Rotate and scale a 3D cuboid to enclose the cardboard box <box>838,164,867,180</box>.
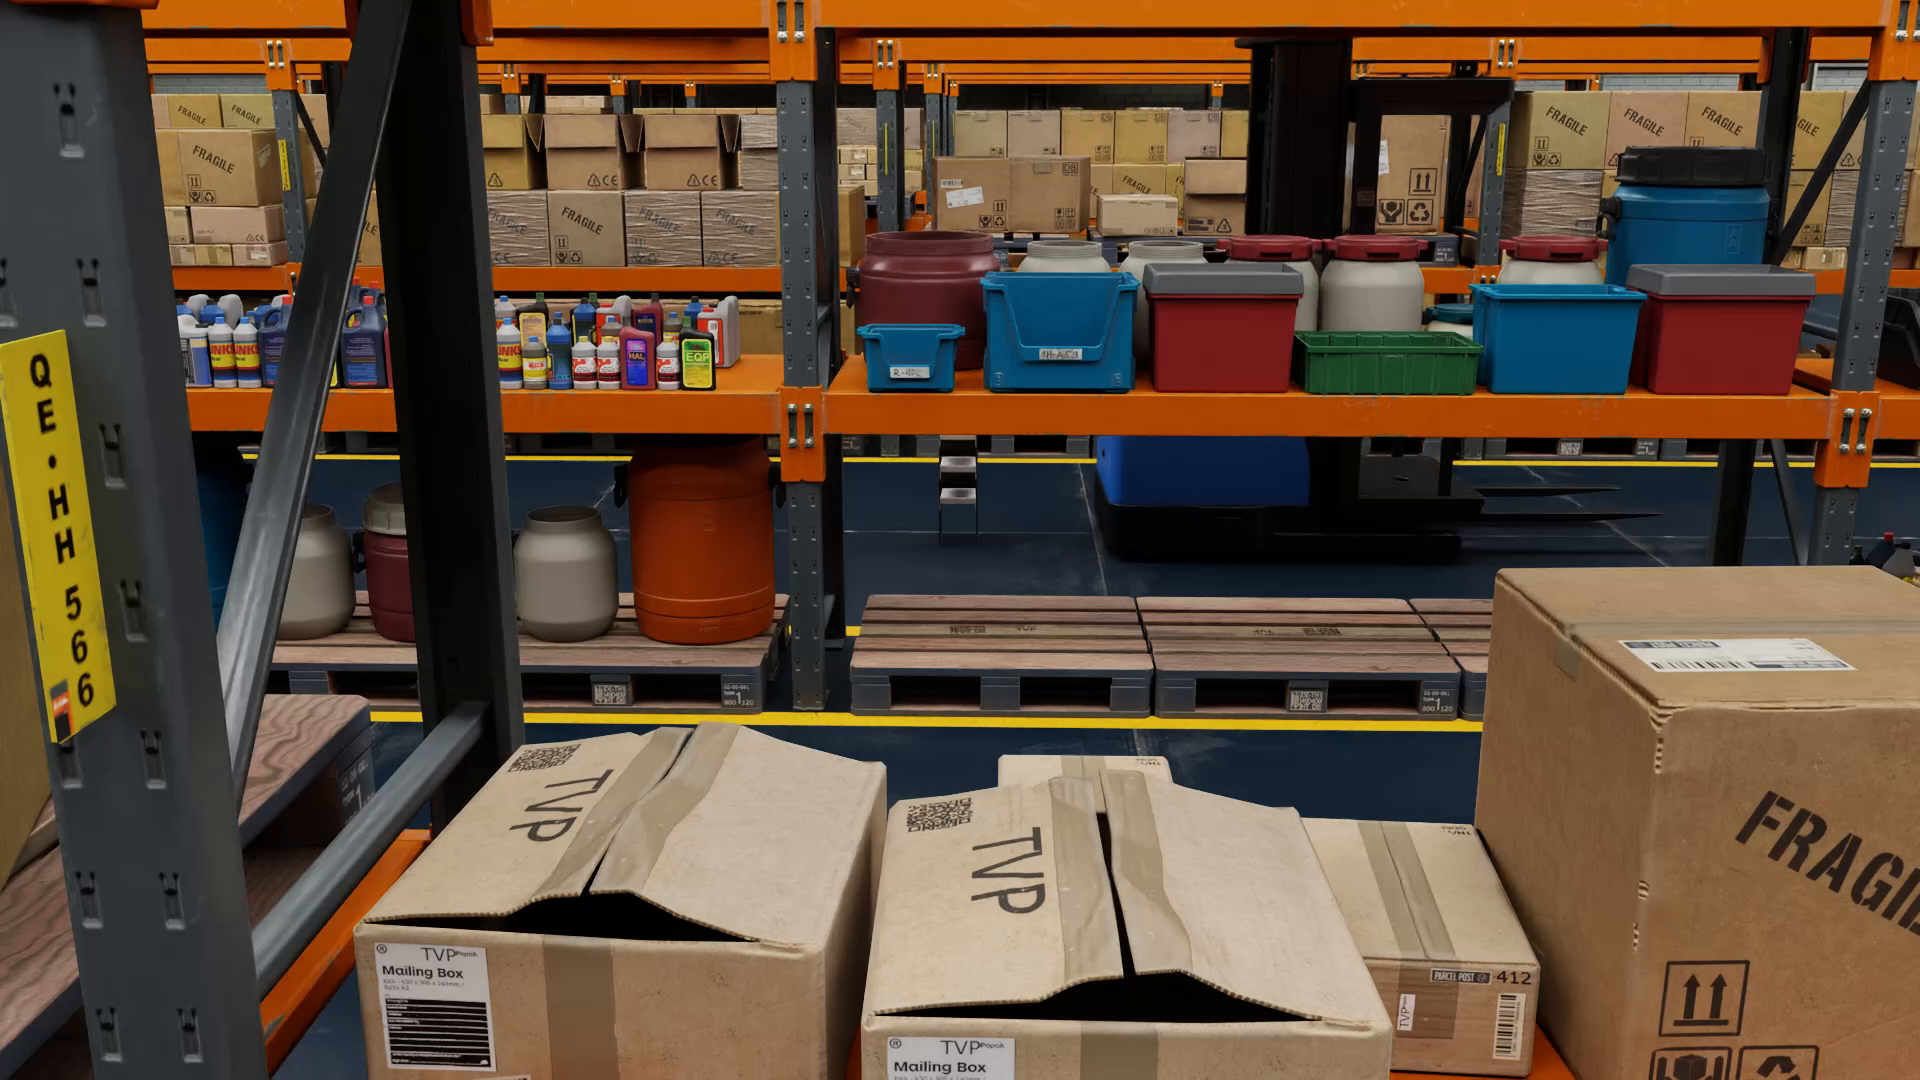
[{"bbox_3d":[-1.017,-3.524,15.904,0.250,0.149,0.380,1,15,4],"label":"cardboard box"}]

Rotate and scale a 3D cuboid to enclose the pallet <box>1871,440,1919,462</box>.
[{"bbox_3d":[6.638,-0.761,11.809,1.213,0.211,1.003,0,15,1],"label":"pallet"}]

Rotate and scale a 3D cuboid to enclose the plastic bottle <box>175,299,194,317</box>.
[{"bbox_3d":[-3.311,-0.889,7.083,0.097,0.271,0.097,0,15,0],"label":"plastic bottle"}]

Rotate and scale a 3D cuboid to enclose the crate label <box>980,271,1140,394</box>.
[{"bbox_3d":[0.387,-0.825,6.517,0.616,0.435,0.502,0,15,1],"label":"crate label"}]

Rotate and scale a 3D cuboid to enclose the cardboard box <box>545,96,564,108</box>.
[{"bbox_3d":[-5.044,-5.499,20.877,0.250,0.149,0.380,0,15,1],"label":"cardboard box"}]

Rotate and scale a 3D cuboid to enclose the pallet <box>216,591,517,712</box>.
[{"bbox_3d":[-2.605,0.462,7.175,1.213,0.211,1.003,0,15,1],"label":"pallet"}]

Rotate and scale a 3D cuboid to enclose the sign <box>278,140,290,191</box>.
[{"bbox_3d":[-4.484,-2.488,11.037,0.005,0.325,0.100,0,15,1],"label":"sign"}]

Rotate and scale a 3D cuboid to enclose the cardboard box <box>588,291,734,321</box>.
[{"bbox_3d":[-2.053,-1.340,11.879,0.875,0.875,1.225,0,15,2],"label":"cardboard box"}]

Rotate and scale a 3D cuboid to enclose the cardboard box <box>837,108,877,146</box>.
[{"bbox_3d":[-1.256,-5.143,20.798,0.500,0.500,0.500,1,15,2],"label":"cardboard box"}]

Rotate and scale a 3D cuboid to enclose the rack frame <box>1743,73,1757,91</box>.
[{"bbox_3d":[7.753,-3.358,16.189,0.127,3.000,1.000,0,15,1],"label":"rack frame"}]

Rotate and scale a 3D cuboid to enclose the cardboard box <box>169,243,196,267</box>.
[{"bbox_3d":[-5.298,-1.973,11.429,0.250,0.149,0.380,0,15,0],"label":"cardboard box"}]

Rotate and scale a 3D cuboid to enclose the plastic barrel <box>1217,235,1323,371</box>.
[{"bbox_3d":[1.283,-0.993,6.956,0.433,0.535,0.433,0,15,0],"label":"plastic barrel"}]

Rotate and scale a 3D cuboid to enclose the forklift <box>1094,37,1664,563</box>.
[{"bbox_3d":[2.302,-1.429,9.012,3.031,2.935,1.130,0,15,0],"label":"forklift"}]

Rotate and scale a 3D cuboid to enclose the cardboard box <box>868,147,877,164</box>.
[{"bbox_3d":[-0.747,-3.666,15.858,0.250,0.149,0.380,0,15,-1],"label":"cardboard box"}]

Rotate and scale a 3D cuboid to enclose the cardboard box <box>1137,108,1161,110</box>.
[{"bbox_3d":[2.348,-5.299,20.670,0.250,0.149,0.380,0,15,-1],"label":"cardboard box"}]

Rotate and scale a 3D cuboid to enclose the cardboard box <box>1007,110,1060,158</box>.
[{"bbox_3d":[0.709,-3.934,16.215,0.500,0.500,0.700,0,15,1],"label":"cardboard box"}]

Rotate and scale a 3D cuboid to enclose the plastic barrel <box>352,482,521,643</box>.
[{"bbox_3d":[-2.217,0.074,7.085,0.708,0.588,0.600,0,15,1],"label":"plastic barrel"}]

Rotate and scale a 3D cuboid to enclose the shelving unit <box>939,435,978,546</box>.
[{"bbox_3d":[-0.008,-0.435,9.225,0.210,0.900,0.258,0,15,1],"label":"shelving unit"}]

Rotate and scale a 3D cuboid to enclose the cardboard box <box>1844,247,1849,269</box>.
[{"bbox_3d":[5.985,-1.926,11.252,0.250,0.149,0.380,0,15,1],"label":"cardboard box"}]

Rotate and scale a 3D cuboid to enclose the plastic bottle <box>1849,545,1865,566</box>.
[{"bbox_3d":[3.889,0.163,7.306,0.133,0.283,0.061,1,15,4],"label":"plastic bottle"}]

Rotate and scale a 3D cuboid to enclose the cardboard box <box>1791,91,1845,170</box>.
[{"bbox_3d":[5.469,-2.721,11.036,0.500,0.500,0.500,0,15,1],"label":"cardboard box"}]

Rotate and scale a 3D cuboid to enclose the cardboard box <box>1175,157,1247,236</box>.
[{"bbox_3d":[1.791,-2.361,11.383,0.637,0.503,0.797,2,15,7],"label":"cardboard box"}]

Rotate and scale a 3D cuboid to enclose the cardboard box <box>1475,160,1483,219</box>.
[{"bbox_3d":[5.210,-3.426,16.152,0.550,0.550,0.875,0,15,1],"label":"cardboard box"}]

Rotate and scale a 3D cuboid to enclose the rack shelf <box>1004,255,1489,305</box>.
[{"bbox_3d":[1.527,-1.785,11.637,4.000,0.370,1.077,0,15,1],"label":"rack shelf"}]

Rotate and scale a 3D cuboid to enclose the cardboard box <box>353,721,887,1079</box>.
[{"bbox_3d":[-0.367,0.437,1.980,0.500,0.311,0.500,1,15,5],"label":"cardboard box"}]

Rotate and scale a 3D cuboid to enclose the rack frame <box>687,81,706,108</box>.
[{"bbox_3d":[-4.095,-5.965,26.071,0.127,3.000,1.000,0,15,1],"label":"rack frame"}]

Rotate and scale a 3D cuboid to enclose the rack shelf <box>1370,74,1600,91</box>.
[{"bbox_3d":[5.779,-5.737,20.735,4.000,0.370,1.077,0,15,1],"label":"rack shelf"}]

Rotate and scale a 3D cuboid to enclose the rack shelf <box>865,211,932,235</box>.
[{"bbox_3d":[-2.244,-3.076,16.528,4.000,0.370,1.077,0,15,1],"label":"rack shelf"}]

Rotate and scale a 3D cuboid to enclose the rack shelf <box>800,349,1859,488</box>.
[{"bbox_3d":[1.400,-0.522,6.850,4.000,0.370,1.077,0,15,1],"label":"rack shelf"}]

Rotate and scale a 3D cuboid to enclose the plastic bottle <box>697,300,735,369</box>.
[{"bbox_3d":[-1.027,-0.870,6.999,0.135,0.276,0.152,0,15,1],"label":"plastic bottle"}]

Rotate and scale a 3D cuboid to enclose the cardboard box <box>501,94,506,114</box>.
[{"bbox_3d":[-4.688,-4.177,16.554,0.500,0.500,0.500,1,15,3],"label":"cardboard box"}]

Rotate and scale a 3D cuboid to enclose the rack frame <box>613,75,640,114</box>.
[{"bbox_3d":[-4.218,-4.700,21.273,0.127,3.000,1.000,0,15,1],"label":"rack frame"}]

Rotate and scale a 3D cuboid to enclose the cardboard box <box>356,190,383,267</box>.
[{"bbox_3d":[-4.018,-2.154,11.428,0.500,0.500,0.500,0,15,2],"label":"cardboard box"}]

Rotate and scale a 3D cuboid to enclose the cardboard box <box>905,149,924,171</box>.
[{"bbox_3d":[-0.710,-4.781,20.896,0.500,0.250,0.500,0,15,1],"label":"cardboard box"}]

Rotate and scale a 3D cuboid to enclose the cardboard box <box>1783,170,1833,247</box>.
[{"bbox_3d":[5.475,-2.290,11.361,0.500,0.500,0.875,0,15,1],"label":"cardboard box"}]

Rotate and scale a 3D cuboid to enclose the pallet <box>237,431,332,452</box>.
[{"bbox_3d":[-5.229,-0.849,12.144,1.213,0.211,1.003,0,15,1],"label":"pallet"}]

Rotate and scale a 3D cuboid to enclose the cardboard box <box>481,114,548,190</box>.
[{"bbox_3d":[-3.147,-2.696,11.517,0.637,0.503,0.797,1,15,2],"label":"cardboard box"}]

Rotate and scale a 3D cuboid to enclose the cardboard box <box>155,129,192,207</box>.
[{"bbox_3d":[-5.438,-2.545,11.348,0.500,0.500,0.500,1,15,2],"label":"cardboard box"}]

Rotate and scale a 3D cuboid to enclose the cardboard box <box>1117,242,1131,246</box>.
[{"bbox_3d":[2.605,-4.976,26.151,0.625,0.625,0.875,0,15,1],"label":"cardboard box"}]

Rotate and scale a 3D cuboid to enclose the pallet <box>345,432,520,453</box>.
[{"bbox_3d":[-3.698,-0.838,12.103,1.213,0.211,1.003,0,15,1],"label":"pallet"}]

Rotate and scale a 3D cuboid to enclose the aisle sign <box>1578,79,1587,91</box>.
[{"bbox_3d":[7.848,-5.957,20.943,0.004,0.787,0.394,0,15,1],"label":"aisle sign"}]

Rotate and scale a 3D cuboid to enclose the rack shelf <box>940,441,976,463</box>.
[{"bbox_3d":[-0.008,-0.490,9.211,0.200,0.077,0.258,0,15,1],"label":"rack shelf"}]

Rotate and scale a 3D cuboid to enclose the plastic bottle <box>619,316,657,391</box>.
[{"bbox_3d":[-1.245,-0.722,6.426,0.133,0.283,0.061,0,15,1],"label":"plastic bottle"}]

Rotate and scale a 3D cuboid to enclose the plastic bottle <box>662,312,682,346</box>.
[{"bbox_3d":[-1.236,-0.881,7.188,0.097,0.201,0.097,0,15,0],"label":"plastic bottle"}]

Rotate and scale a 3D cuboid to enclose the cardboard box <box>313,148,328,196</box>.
[{"bbox_3d":[-6.266,-3.576,16.236,0.500,0.500,0.500,0,15,0],"label":"cardboard box"}]

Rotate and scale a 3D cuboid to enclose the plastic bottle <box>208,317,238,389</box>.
[{"bbox_3d":[-2.872,-0.732,6.485,0.097,0.271,0.097,0,15,0],"label":"plastic bottle"}]

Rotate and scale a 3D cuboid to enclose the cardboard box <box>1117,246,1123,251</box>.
[{"bbox_3d":[1.236,-2.494,16.500,0.750,0.750,1.050,1,15,2],"label":"cardboard box"}]

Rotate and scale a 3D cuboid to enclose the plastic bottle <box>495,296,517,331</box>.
[{"bbox_3d":[-1.965,-0.919,7.197,0.097,0.271,0.097,0,15,0],"label":"plastic bottle"}]

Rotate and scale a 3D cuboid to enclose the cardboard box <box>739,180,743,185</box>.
[{"bbox_3d":[-2.032,-3.388,15.970,0.250,0.149,0.380,1,15,3],"label":"cardboard box"}]

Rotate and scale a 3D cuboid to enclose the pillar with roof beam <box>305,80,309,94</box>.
[{"bbox_3d":[-10.876,-8.042,22.181,0.400,9.000,9.100,0,15,1],"label":"pillar with roof beam"}]
